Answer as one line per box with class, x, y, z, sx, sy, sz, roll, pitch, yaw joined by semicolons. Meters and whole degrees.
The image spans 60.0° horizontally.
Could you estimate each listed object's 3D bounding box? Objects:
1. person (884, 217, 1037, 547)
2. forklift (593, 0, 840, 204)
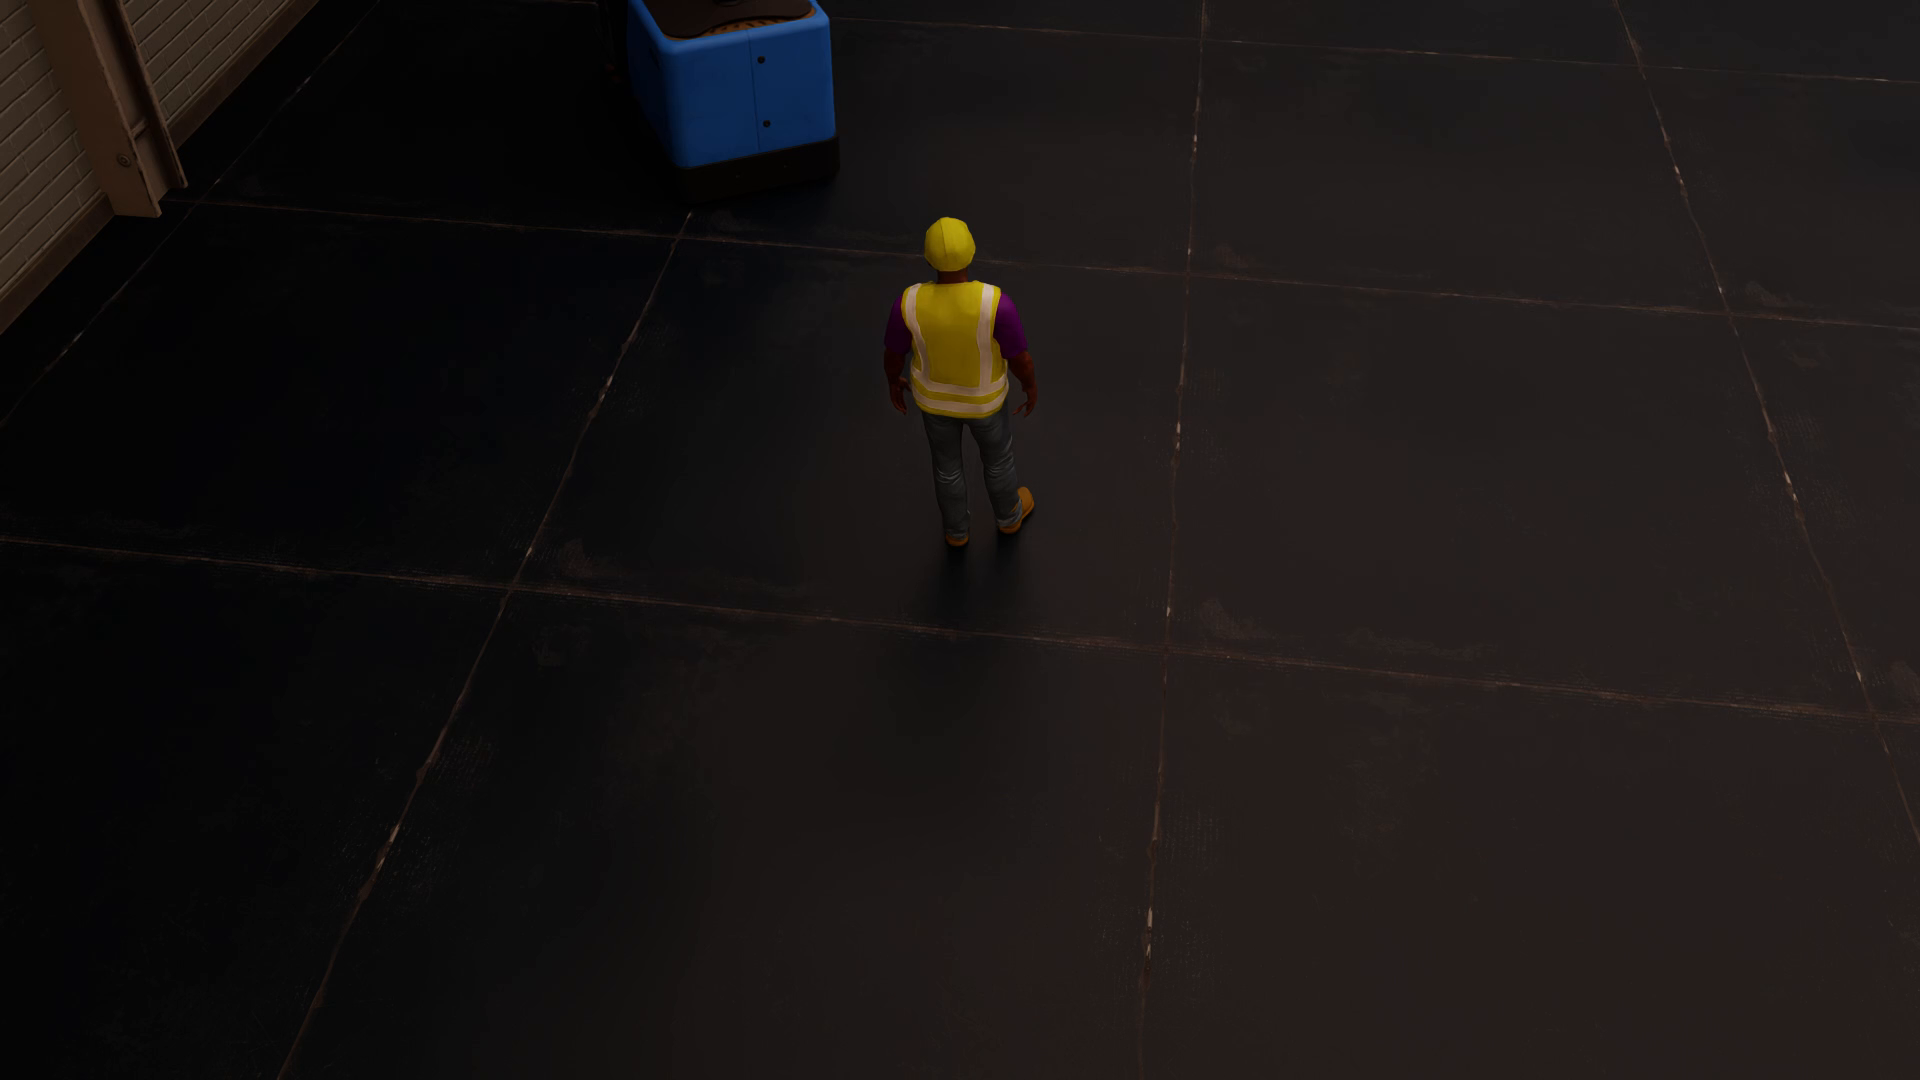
person;0.015;-0.702;7.339;0.665;1.768;0.575;5;43;6
forklift;-1.775;-4.101;10.189;1.130;2.935;3.031;-16;45;-16
